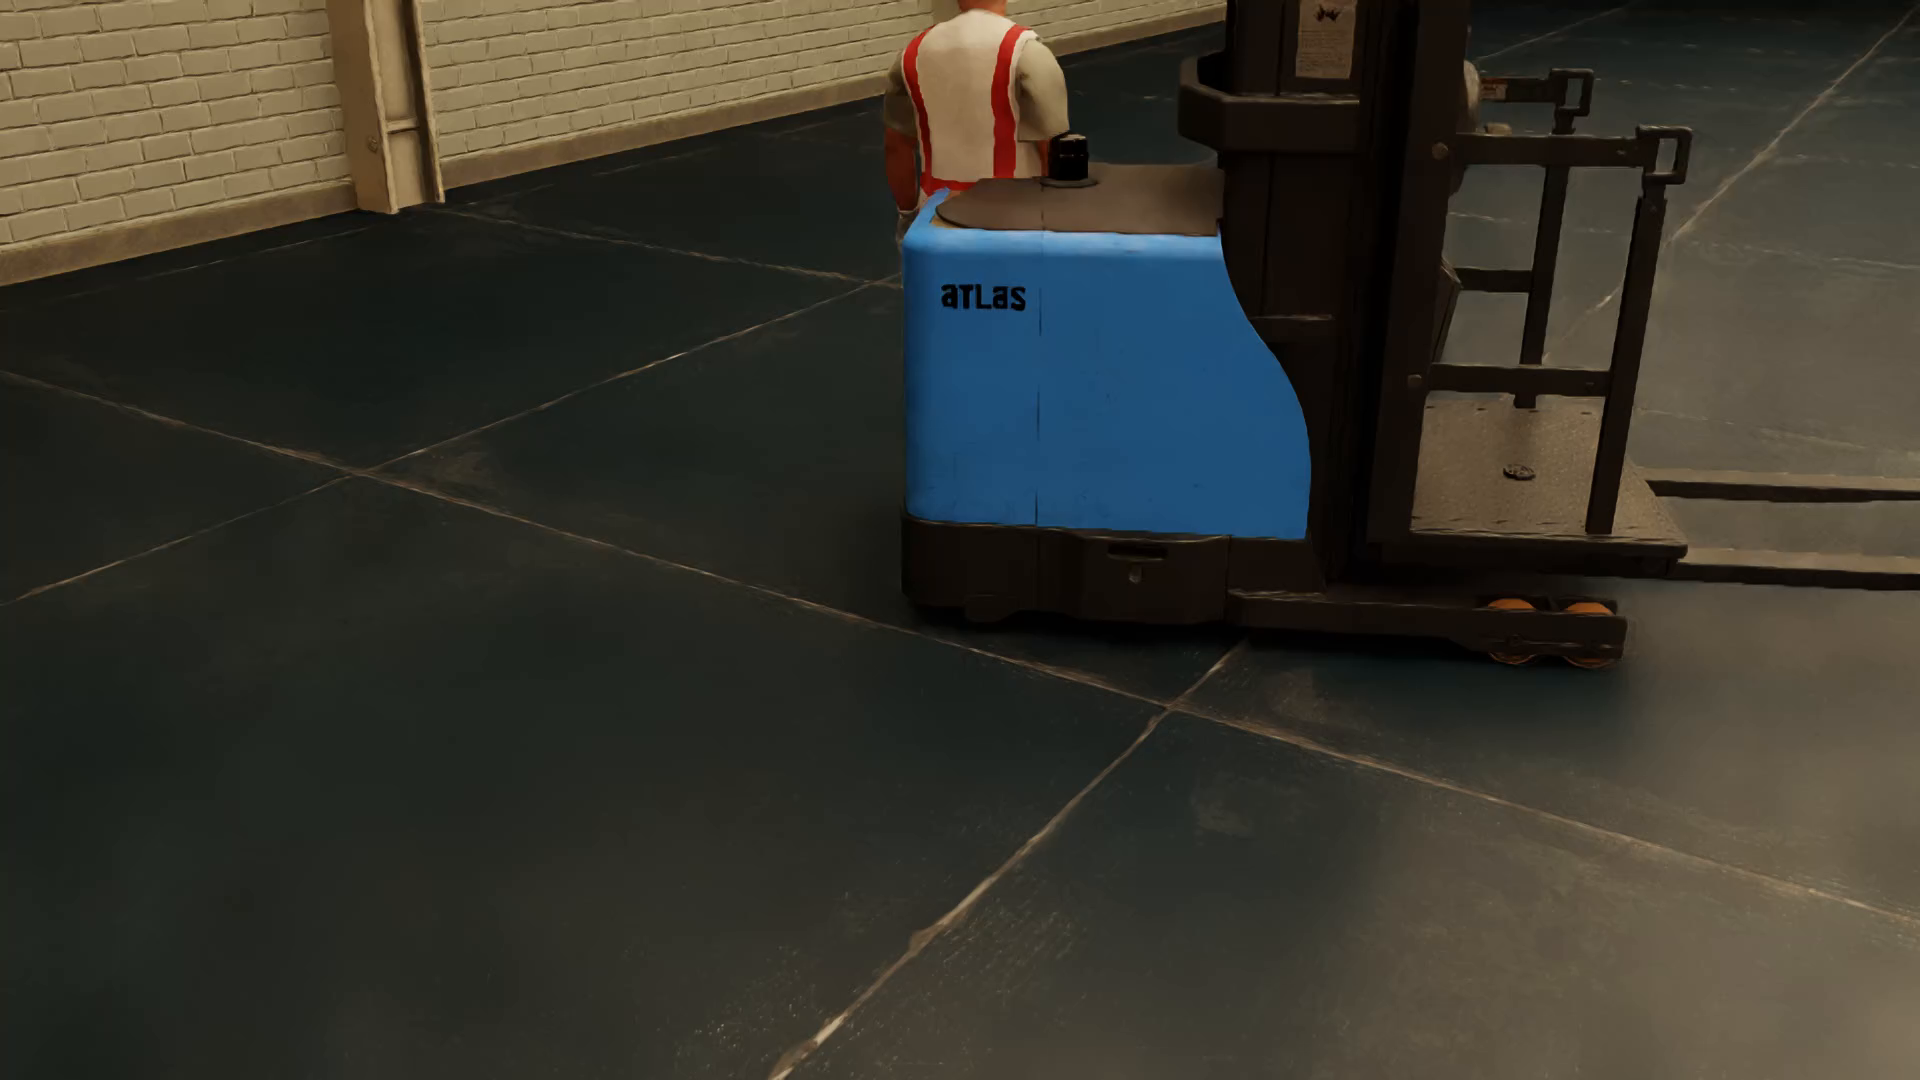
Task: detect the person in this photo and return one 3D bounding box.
[{"bbox_3d":[0.115,-0.878,4.852,0.713,1.783,0.564,12,26,26],"label":"person"}]

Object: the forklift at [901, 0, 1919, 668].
[{"bbox_3d":[1.397,-1.241,4.215,3.031,2.935,1.130,3,23,6],"label":"forklift"}]
